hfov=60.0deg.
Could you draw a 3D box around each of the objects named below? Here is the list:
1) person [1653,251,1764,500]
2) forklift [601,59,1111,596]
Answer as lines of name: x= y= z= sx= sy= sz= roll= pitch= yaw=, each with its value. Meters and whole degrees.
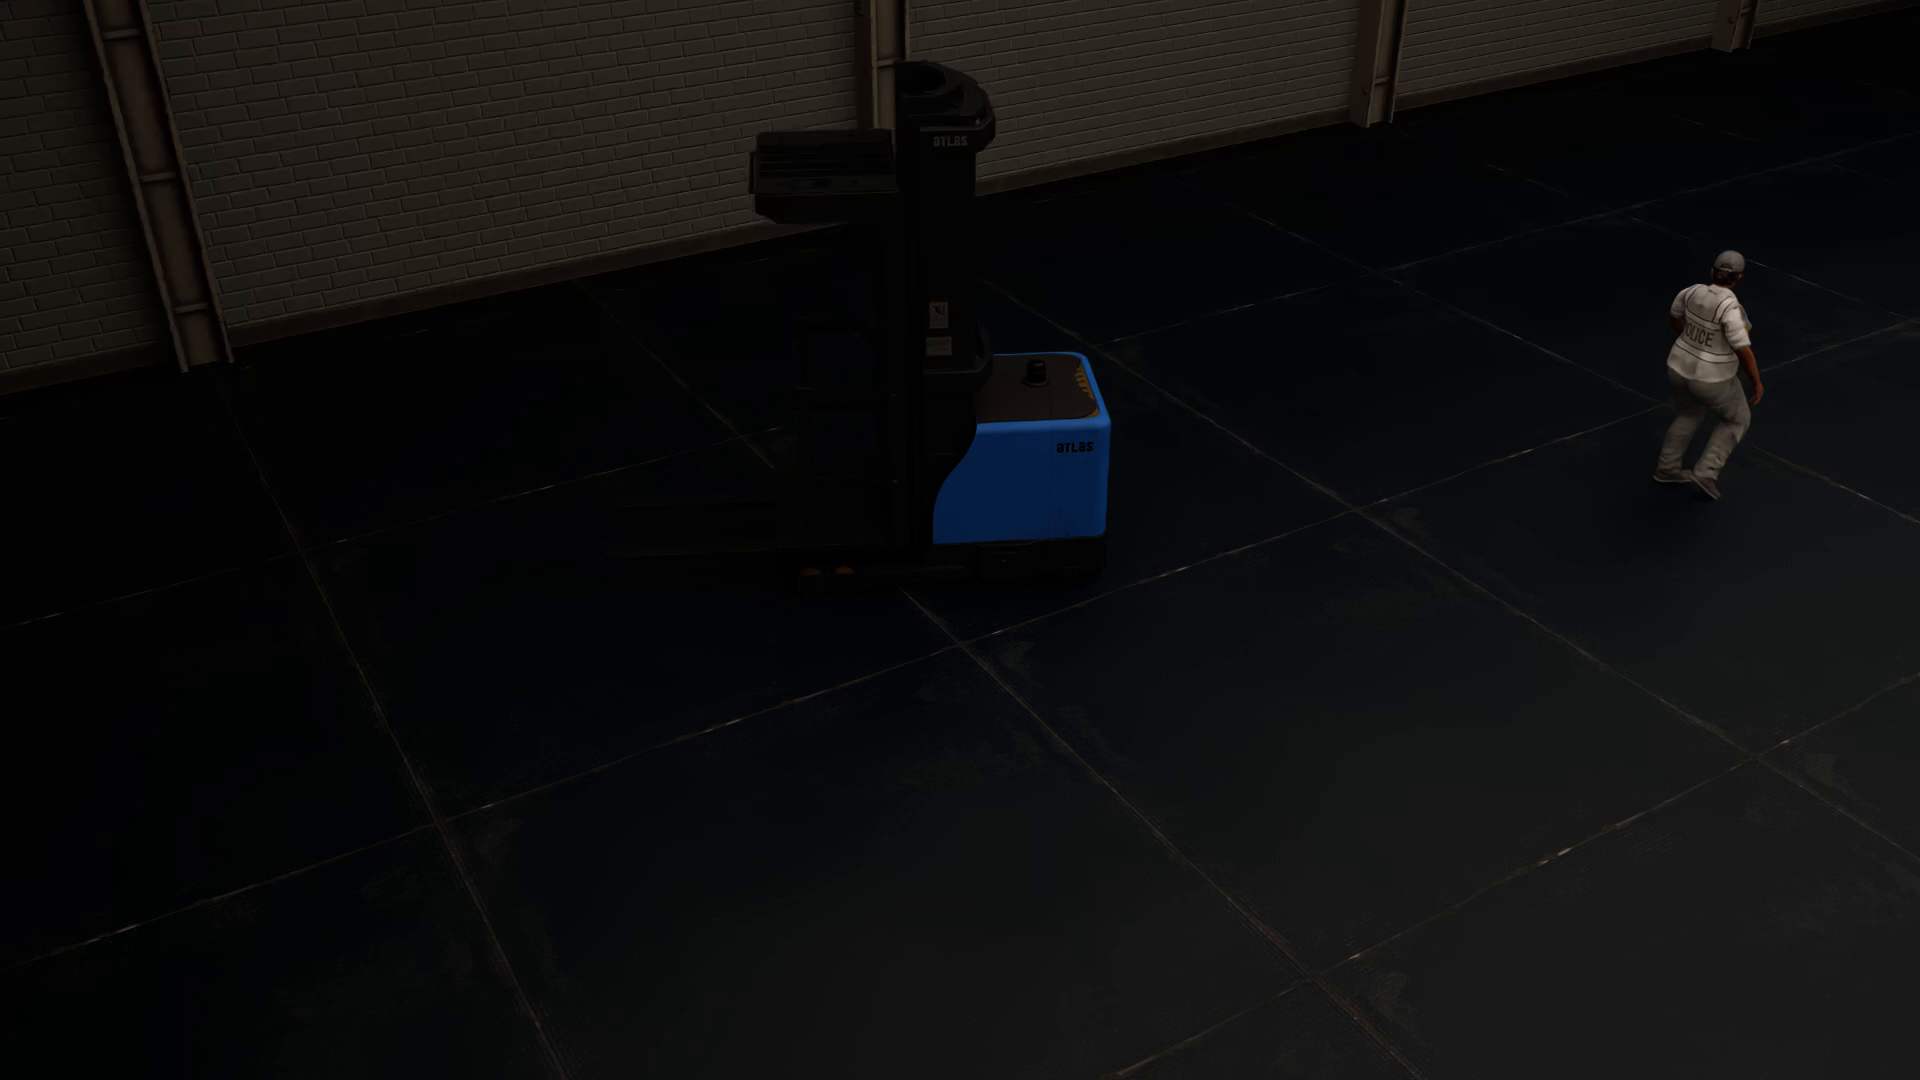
person: x=4.813 y=-1.077 z=10.747 sx=0.489 sy=1.673 sz=0.785 roll=-10 pitch=32 yaw=-15
forklift: x=-0.660 y=-1.206 z=9.661 sx=3.031 sy=2.935 sz=1.130 roll=-3 pitch=31 yaw=-5
